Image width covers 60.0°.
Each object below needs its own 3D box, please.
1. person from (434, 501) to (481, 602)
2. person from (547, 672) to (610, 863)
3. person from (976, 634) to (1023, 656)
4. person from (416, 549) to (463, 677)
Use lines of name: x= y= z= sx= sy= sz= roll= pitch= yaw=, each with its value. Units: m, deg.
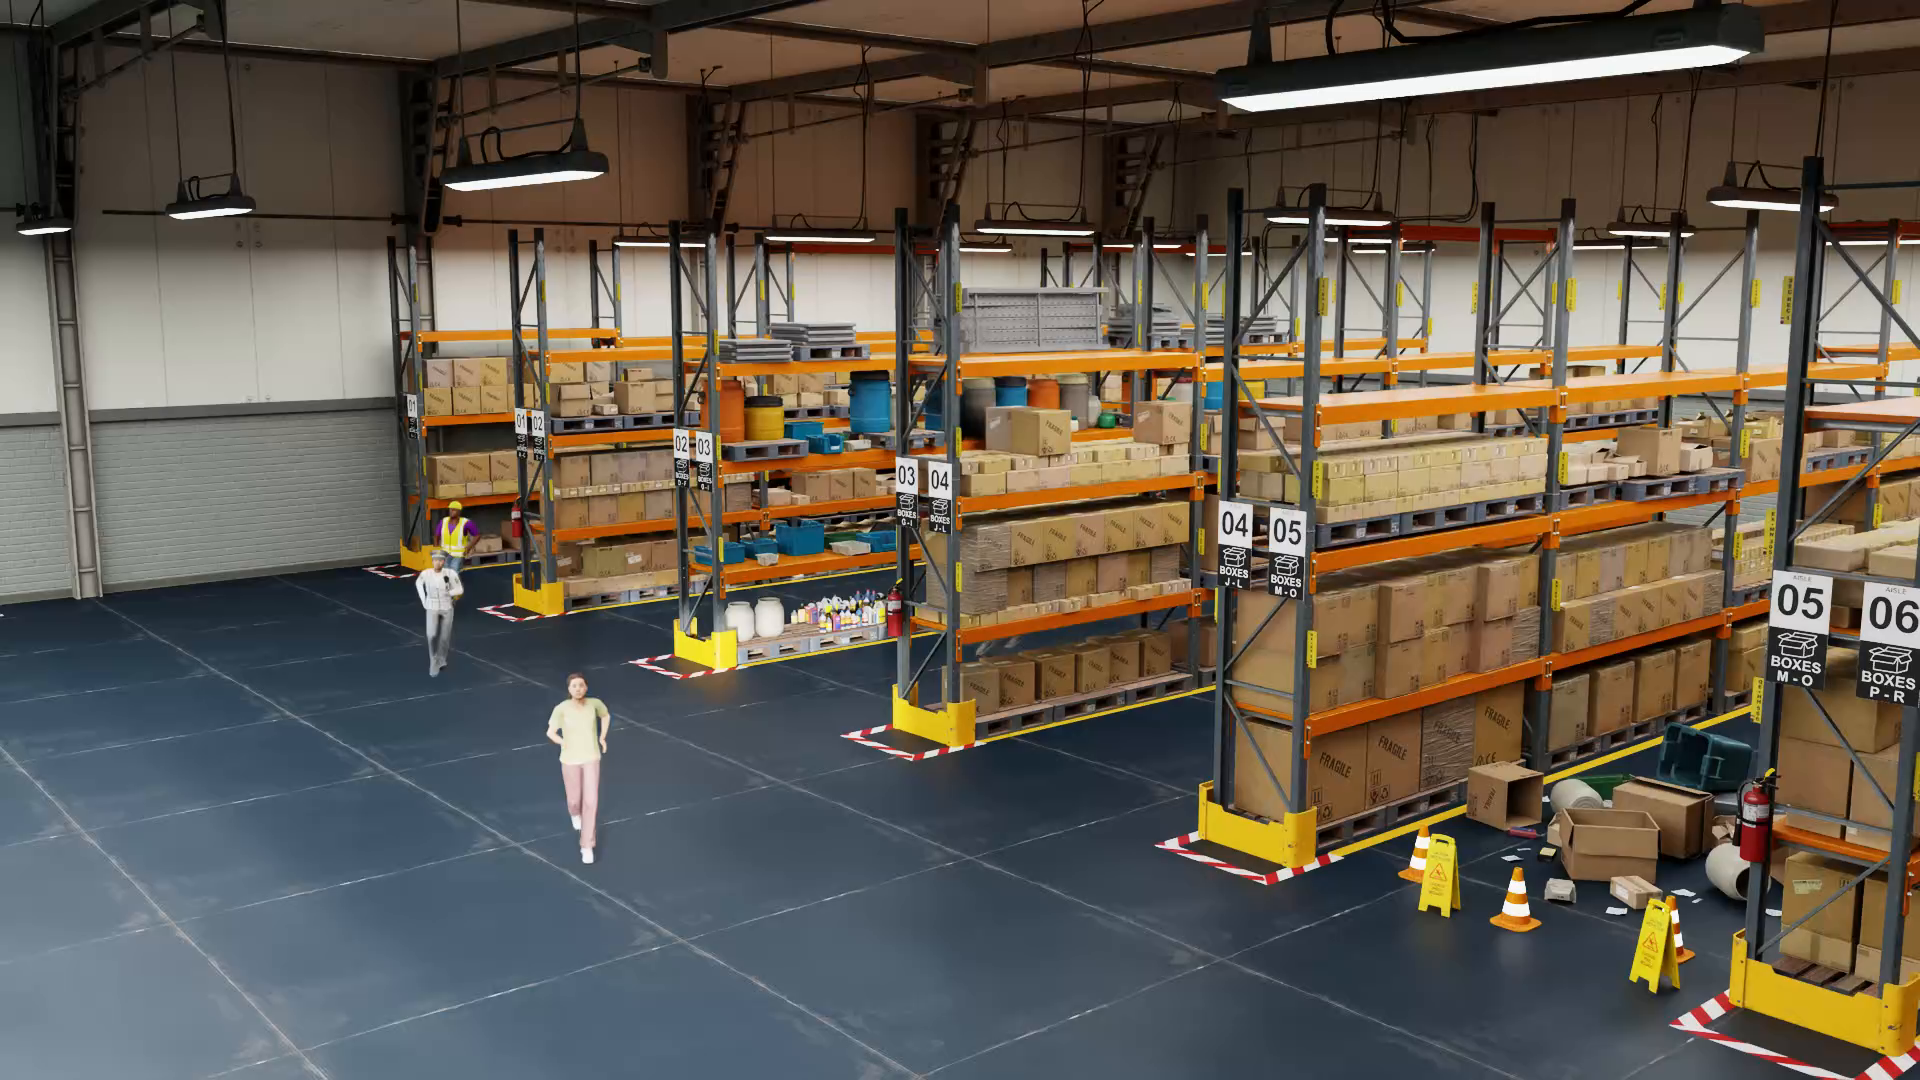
person: x=-8.019 y=0.246 z=26.486 sx=0.708 sy=1.758 sz=0.862 roll=1 pitch=9 yaw=9
person: x=-3.465 y=2.020 z=15.187 sx=0.578 sy=1.663 sz=0.935 roll=-3 pitch=9 yaw=-17
person: x=0.533 y=0.627 z=22.232 sx=0.693 sy=1.806 sz=0.662 roll=-8 pitch=12 yaw=-44
person: x=-6.923 y=0.949 z=22.168 sx=0.597 sy=1.709 sz=0.745 roll=-3 pitch=9 yaw=-17
